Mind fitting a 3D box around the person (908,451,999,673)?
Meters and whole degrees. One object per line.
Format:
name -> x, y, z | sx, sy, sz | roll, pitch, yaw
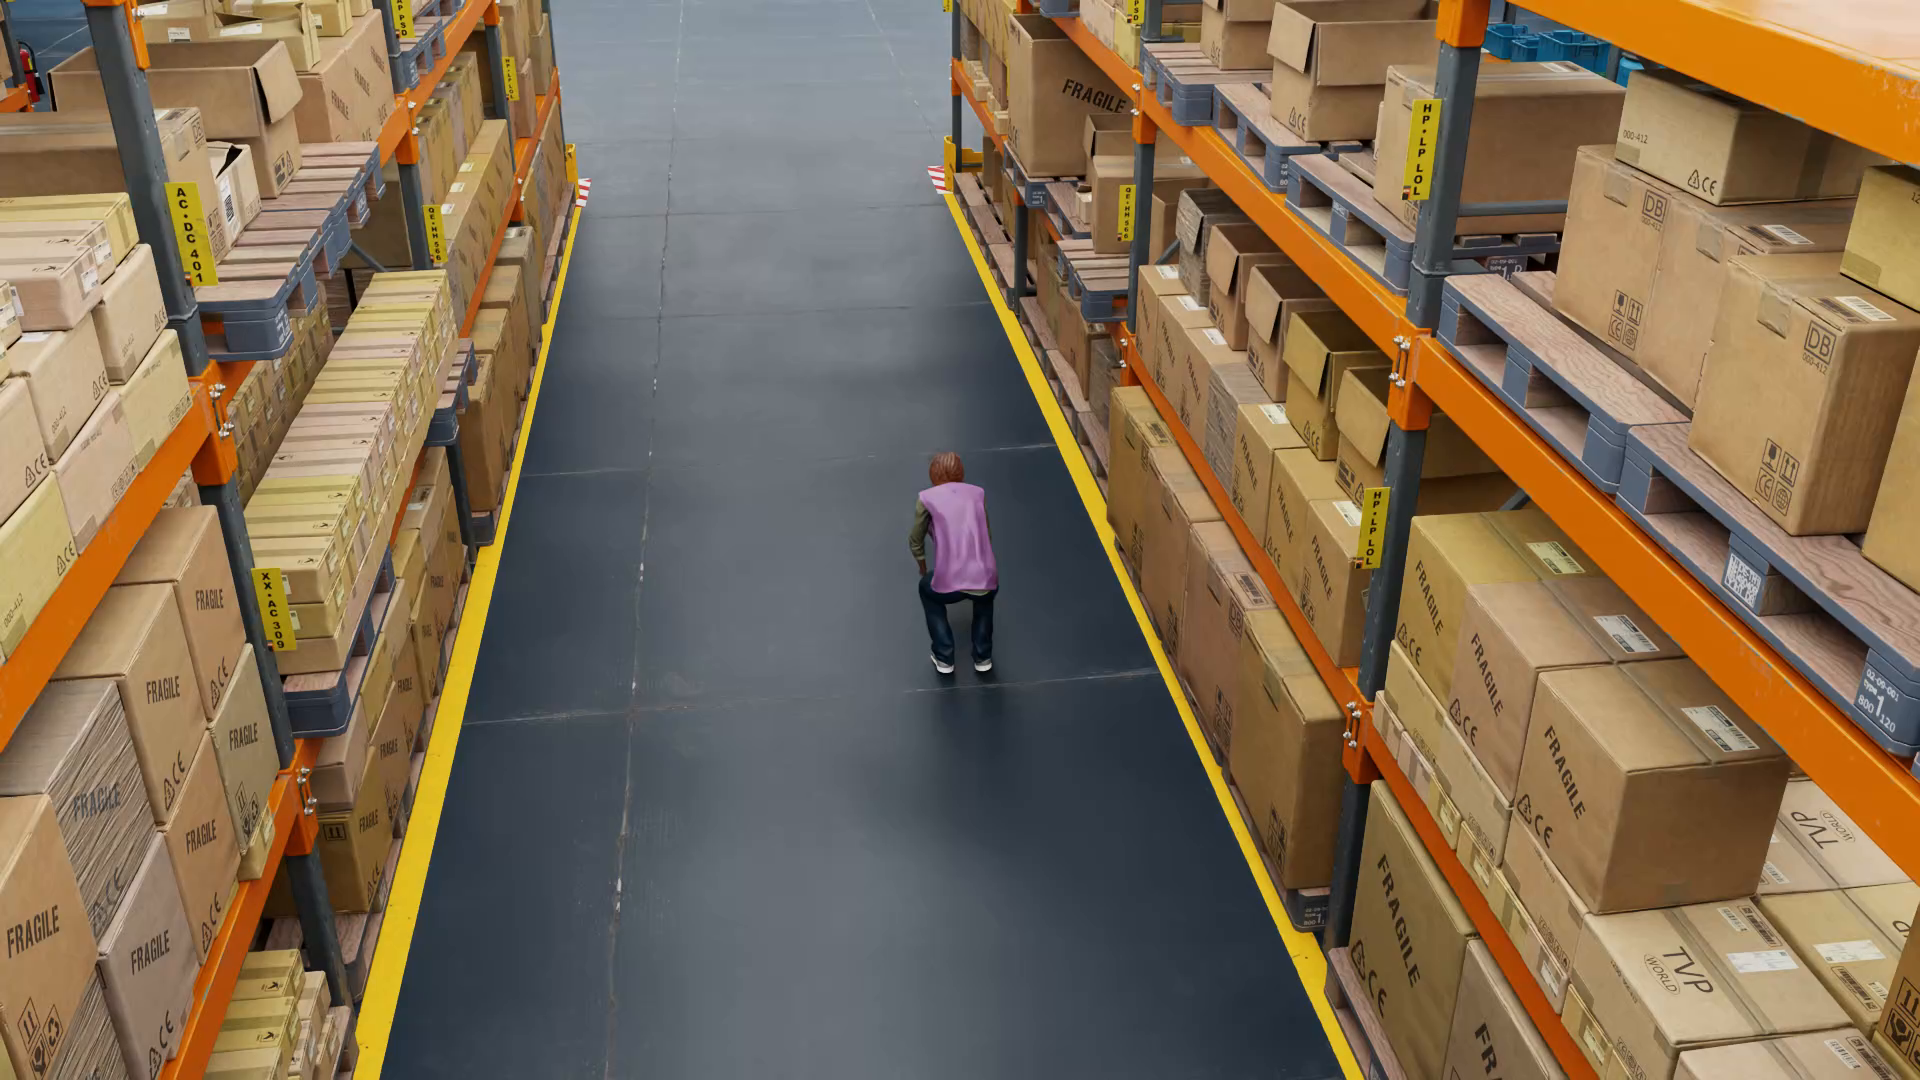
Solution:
person -> -0.030, 0.158, 8.876 | 0.461, 1.094, 0.739 | -3, 28, -5
